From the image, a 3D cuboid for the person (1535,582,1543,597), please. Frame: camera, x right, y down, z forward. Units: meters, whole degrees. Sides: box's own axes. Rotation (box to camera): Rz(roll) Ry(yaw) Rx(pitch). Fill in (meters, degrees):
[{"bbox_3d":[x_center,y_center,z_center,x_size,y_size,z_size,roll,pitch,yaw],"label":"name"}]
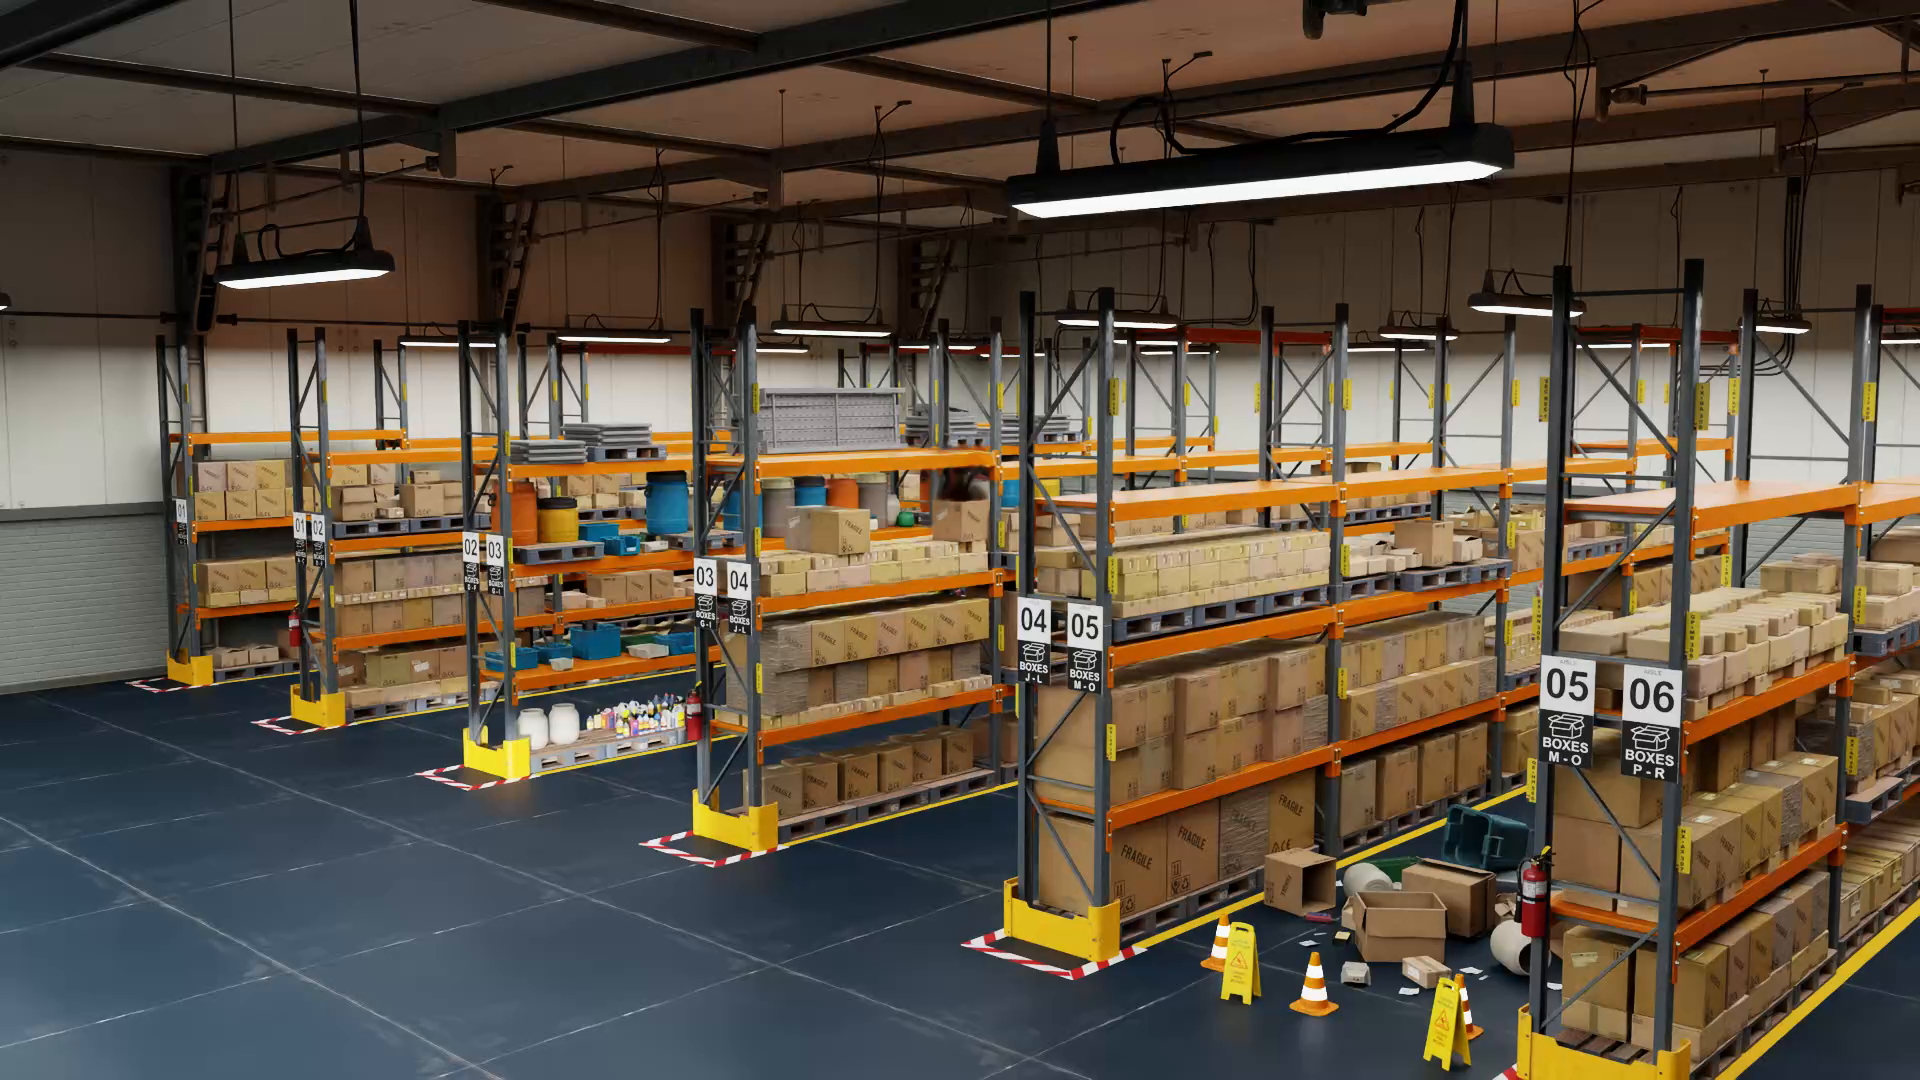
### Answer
[{"bbox_3d":[10.898,1.431,30.885,0.630,1.812,0.877,5,7,41],"label":"person"}]
